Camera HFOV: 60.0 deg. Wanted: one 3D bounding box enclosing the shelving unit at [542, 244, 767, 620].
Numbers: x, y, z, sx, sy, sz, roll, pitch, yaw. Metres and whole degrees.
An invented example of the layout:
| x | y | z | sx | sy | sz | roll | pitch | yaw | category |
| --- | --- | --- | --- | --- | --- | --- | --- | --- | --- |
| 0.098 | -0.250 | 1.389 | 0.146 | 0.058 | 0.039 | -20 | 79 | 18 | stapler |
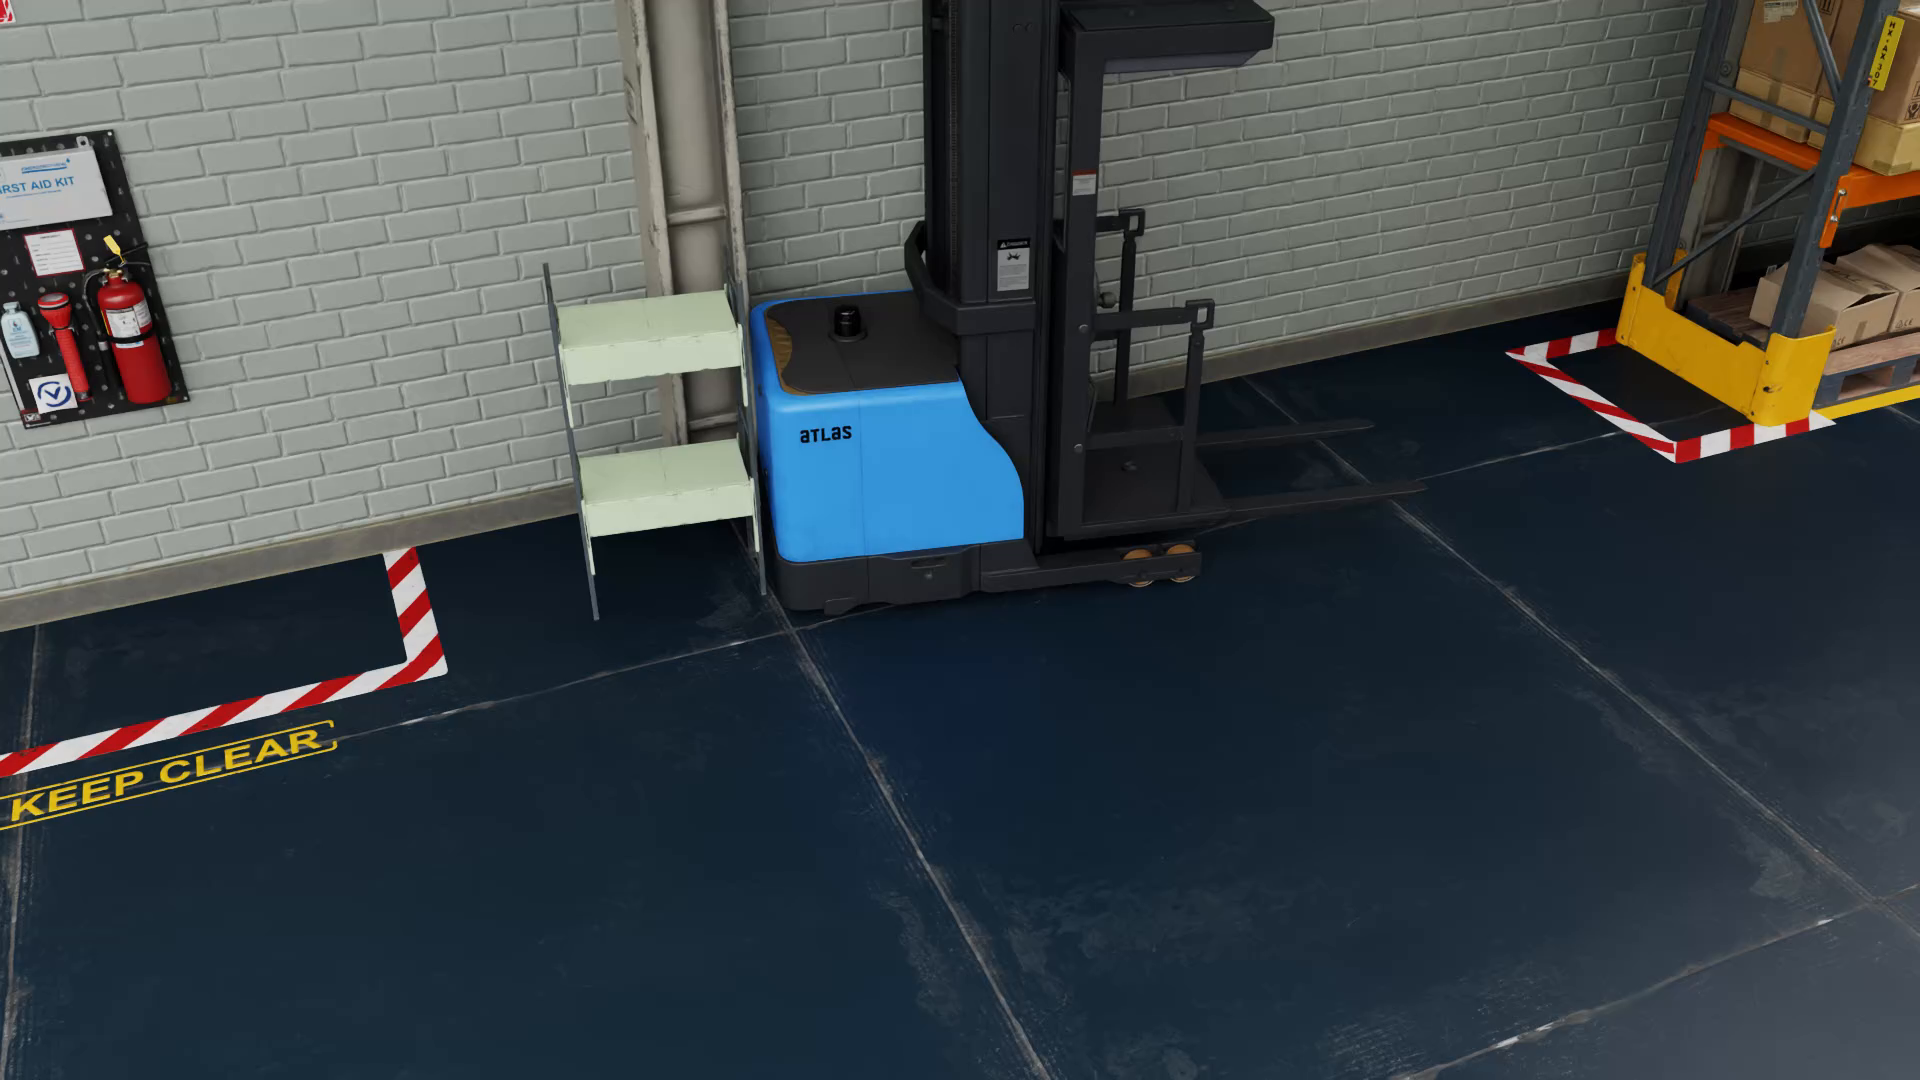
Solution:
| x | y | z | sx | sy | sz | roll | pitch | yaw | category |
| --- | --- | --- | --- | --- | --- | --- | --- | --- | --- |
| -1.272 | -0.437 | 7.046 | 0.755 | 1.500 | 0.431 | -8 | 34 | -12 | shelving unit |

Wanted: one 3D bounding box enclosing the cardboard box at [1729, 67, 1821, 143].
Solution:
| x | y | z | sx | sy | sz | roll | pitch | yaw | category |
| --- | --- | --- | --- | --- | --- | --- | --- | --- | --- |
| 4.399 | -2.292 | 8.641 | 0.500 | 0.250 | 0.500 | -12 | 35 | -18 | cardboard box |

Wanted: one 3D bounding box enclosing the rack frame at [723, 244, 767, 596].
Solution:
| x | y | z | sx | sy | sz | roll | pitch | yaw | category |
| --- | --- | --- | --- | --- | --- | --- | --- | --- | --- |
| -0.918 | -0.488 | 7.124 | 0.023 | 1.500 | 0.400 | -8 | 34 | -12 | rack frame |

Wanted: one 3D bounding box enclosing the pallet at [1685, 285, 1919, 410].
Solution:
| x | y | z | sx | sy | sz | roll | pitch | yaw | category |
| --- | --- | --- | --- | --- | --- | --- | --- | --- | --- |
| 4.876 | -1.151 | 9.325 | 1.213 | 0.211 | 1.003 | -13 | 35 | -19 | pallet |

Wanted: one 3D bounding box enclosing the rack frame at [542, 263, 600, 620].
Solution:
| x | y | z | sx | sy | sz | roll | pitch | yaw | category |
| --- | --- | --- | --- | --- | --- | --- | --- | --- | --- |
| -1.626 | -0.386 | 6.969 | 0.023 | 1.500 | 0.400 | -8 | 34 | -12 | rack frame |

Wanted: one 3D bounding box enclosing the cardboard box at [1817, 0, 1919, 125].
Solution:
| x | y | z | sx | sy | sz | roll | pitch | yaw | category |
| --- | --- | --- | --- | --- | --- | --- | --- | --- | --- |
| 4.600 | -2.359 | 8.057 | 0.500 | 0.500 | 0.500 | -13 | 35 | -19 | cardboard box |

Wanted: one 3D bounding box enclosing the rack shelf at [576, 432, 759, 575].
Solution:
| x | y | z | sx | sy | sz | roll | pitch | yaw | category |
| --- | --- | --- | --- | --- | --- | --- | --- | --- | --- |
| -1.272 | -0.164 | 7.224 | 0.720 | 0.370 | 0.431 | -8 | 34 | -12 | rack shelf |

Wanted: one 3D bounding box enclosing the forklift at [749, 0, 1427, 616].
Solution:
| x | y | z | sx | sy | sz | roll | pitch | yaw | category |
| --- | --- | --- | --- | --- | --- | --- | --- | --- | --- |
| 0.618 | -1.296 | 7.054 | 3.031 | 2.935 | 1.130 | -6 | 34 | -9 | forklift |

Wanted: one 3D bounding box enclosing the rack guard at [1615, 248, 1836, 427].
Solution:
| x | y | z | sx | sy | sz | roll | pitch | yaw | category |
| --- | --- | --- | --- | --- | --- | --- | --- | --- | --- |
| 4.113 | -1.118 | 9.010 | 0.348 | 0.500 | 1.175 | -13 | 35 | -19 | rack guard |

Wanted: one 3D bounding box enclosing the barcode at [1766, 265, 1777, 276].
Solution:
| x | y | z | sx | sy | sz | roll | pitch | yaw | category |
| --- | --- | --- | --- | --- | --- | --- | --- | --- | --- |
| 4.578 | -1.517 | 9.385 | 0.075 | 0.075 | 0.001 | -13 | 35 | -19 | barcode |

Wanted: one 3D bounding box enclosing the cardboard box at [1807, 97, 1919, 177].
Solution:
| x | y | z | sx | sy | sz | roll | pitch | yaw | category |
| --- | --- | --- | --- | --- | --- | --- | --- | --- | --- |
| 4.616 | -2.039 | 8.252 | 0.500 | 0.250 | 0.500 | -14 | 36 | -20 | cardboard box |

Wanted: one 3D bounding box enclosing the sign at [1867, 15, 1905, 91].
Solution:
| x | y | z | sx | sy | sz | roll | pitch | yaw | category |
| --- | --- | --- | --- | --- | --- | --- | --- | --- | --- |
| 4.253 | -2.240 | 7.648 | 0.005 | 0.325 | 0.100 | -13 | 35 | -19 | sign |

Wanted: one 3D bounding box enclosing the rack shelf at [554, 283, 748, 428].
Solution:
| x | y | z | sx | sy | sz | roll | pitch | yaw | category |
| --- | --- | --- | --- | --- | --- | --- | --- | --- | --- |
| -1.272 | -0.764 | 6.834 | 0.720 | 0.370 | 0.431 | -8 | 34 | -12 | rack shelf |

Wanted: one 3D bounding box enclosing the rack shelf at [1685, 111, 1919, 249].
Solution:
| x | y | z | sx | sy | sz | roll | pitch | yaw | category |
| --- | --- | --- | --- | --- | --- | --- | --- | --- | --- |
| 5.887 | -2.271 | 9.149 | 4.000 | 0.370 | 1.077 | -13 | 35 | -19 | rack shelf |

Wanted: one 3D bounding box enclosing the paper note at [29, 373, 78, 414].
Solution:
| x | y | z | sx | sy | sz | roll | pitch | yaw | category |
| --- | --- | --- | --- | --- | --- | --- | --- | --- | --- |
| -3.662 | -0.591 | 6.716 | 0.142 | 0.148 | 0.016 | -13 | 35 | -19 | paper note |

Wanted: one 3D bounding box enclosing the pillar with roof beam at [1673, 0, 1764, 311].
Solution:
| x | y | z | sx | sy | sz | roll | pitch | yaw | category |
| --- | --- | --- | --- | --- | --- | --- | --- | --- | --- |
| 6.020 | -3.082 | 4.236 | 0.400 | 9.000 | 9.100 | -13 | 35 | -19 | pillar with roof beam |

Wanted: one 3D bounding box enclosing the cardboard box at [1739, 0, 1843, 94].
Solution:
| x | y | z | sx | sy | sz | roll | pitch | yaw | category |
| --- | --- | --- | --- | --- | --- | --- | --- | --- | --- |
| 4.396 | -2.616 | 8.452 | 0.500 | 0.500 | 0.500 | -13 | 35 | -19 | cardboard box |

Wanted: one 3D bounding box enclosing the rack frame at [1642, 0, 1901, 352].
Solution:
| x | y | z | sx | sy | sz | roll | pitch | yaw | category |
| --- | --- | --- | --- | --- | --- | --- | --- | --- | --- |
| 4.043 | -2.150 | 8.304 | 0.127 | 3.000 | 1.000 | -13 | 35 | -19 | rack frame |

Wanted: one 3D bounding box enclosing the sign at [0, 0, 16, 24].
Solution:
| x | y | z | sx | sy | sz | roll | pitch | yaw | category |
| --- | --- | --- | --- | --- | --- | --- | --- | --- | --- |
| -3.518 | -1.983 | 5.922 | 0.199 | 0.298 | 0.001 | -13 | 35 | -19 | sign |

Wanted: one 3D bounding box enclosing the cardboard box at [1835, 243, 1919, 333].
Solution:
| x | y | z | sx | sy | sz | roll | pitch | yaw | category |
| --- | --- | --- | --- | --- | --- | --- | --- | --- | --- |
| 5.242 | -1.429 | 9.257 | 0.500 | 0.311 | 0.500 | -10 | 34 | -15 | cardboard box |

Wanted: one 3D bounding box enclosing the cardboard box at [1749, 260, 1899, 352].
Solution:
| x | y | z | sx | sy | sz | roll | pitch | yaw | category |
| --- | --- | --- | --- | --- | --- | --- | --- | --- | --- |
| 4.716 | -1.308 | 9.072 | 0.500 | 0.311 | 0.500 | -17 | 37 | -24 | cardboard box |

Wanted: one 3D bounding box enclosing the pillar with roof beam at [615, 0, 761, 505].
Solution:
| x | y | z | sx | sy | sz | roll | pitch | yaw | category |
| --- | --- | --- | --- | --- | --- | --- | --- | --- | --- |
| 0.488 | -1.816 | 2.289 | 0.400 | 9.000 | 9.100 | -13 | 35 | -19 | pillar with roof beam |

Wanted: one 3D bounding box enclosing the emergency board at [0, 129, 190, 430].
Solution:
| x | y | z | sx | sy | sz | roll | pitch | yaw | category |
| --- | --- | --- | --- | --- | --- | --- | --- | --- | --- |
| -3.472 | -0.963 | 6.480 | 0.643 | 1.169 | 0.194 | -13 | 35 | -19 | emergency board |
